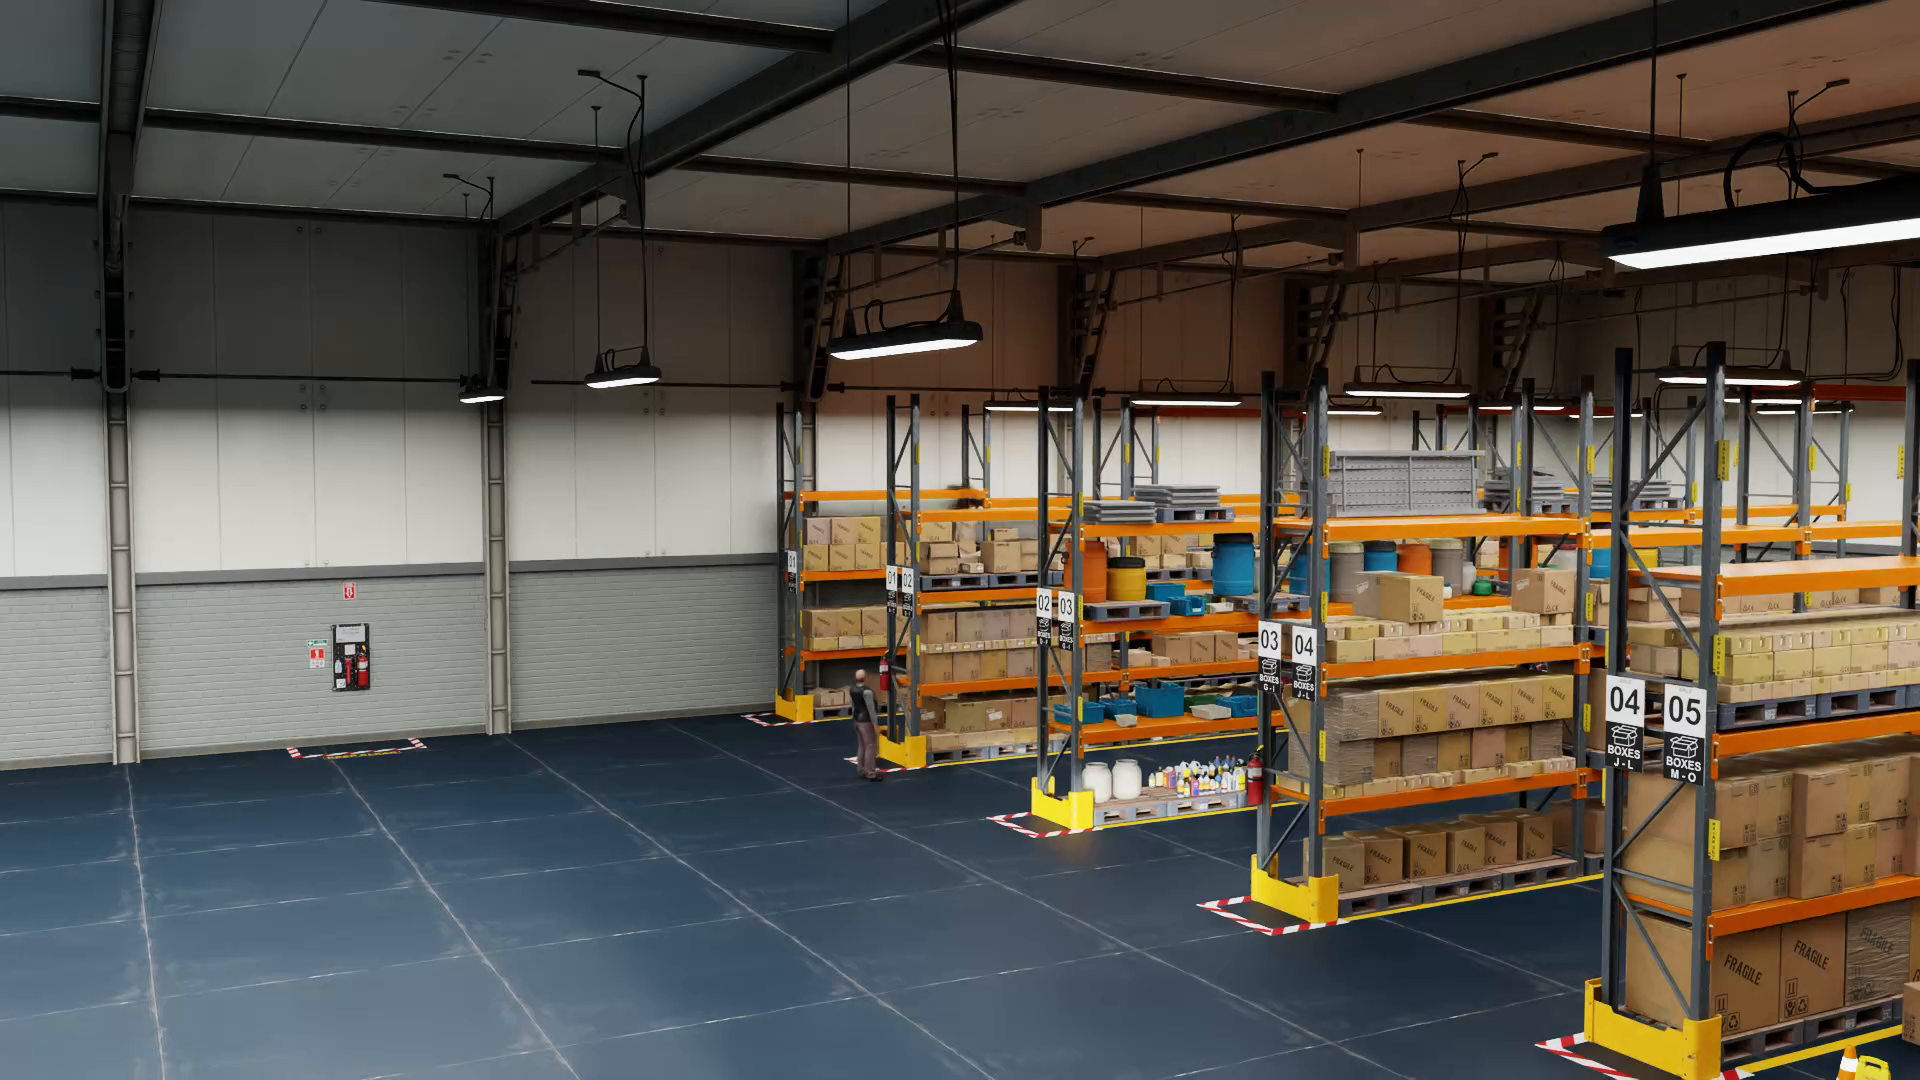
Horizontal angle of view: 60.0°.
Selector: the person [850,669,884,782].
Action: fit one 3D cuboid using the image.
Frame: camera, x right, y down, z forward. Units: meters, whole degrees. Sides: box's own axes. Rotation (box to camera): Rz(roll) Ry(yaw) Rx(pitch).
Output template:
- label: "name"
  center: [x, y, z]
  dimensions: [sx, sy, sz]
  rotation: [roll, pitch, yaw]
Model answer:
- label: "person"
  center: [-1.442, 2.853, 25.703]
  dimensions: [0.477, 1.726, 0.538]
  rotation: [-1, 3, -19]
